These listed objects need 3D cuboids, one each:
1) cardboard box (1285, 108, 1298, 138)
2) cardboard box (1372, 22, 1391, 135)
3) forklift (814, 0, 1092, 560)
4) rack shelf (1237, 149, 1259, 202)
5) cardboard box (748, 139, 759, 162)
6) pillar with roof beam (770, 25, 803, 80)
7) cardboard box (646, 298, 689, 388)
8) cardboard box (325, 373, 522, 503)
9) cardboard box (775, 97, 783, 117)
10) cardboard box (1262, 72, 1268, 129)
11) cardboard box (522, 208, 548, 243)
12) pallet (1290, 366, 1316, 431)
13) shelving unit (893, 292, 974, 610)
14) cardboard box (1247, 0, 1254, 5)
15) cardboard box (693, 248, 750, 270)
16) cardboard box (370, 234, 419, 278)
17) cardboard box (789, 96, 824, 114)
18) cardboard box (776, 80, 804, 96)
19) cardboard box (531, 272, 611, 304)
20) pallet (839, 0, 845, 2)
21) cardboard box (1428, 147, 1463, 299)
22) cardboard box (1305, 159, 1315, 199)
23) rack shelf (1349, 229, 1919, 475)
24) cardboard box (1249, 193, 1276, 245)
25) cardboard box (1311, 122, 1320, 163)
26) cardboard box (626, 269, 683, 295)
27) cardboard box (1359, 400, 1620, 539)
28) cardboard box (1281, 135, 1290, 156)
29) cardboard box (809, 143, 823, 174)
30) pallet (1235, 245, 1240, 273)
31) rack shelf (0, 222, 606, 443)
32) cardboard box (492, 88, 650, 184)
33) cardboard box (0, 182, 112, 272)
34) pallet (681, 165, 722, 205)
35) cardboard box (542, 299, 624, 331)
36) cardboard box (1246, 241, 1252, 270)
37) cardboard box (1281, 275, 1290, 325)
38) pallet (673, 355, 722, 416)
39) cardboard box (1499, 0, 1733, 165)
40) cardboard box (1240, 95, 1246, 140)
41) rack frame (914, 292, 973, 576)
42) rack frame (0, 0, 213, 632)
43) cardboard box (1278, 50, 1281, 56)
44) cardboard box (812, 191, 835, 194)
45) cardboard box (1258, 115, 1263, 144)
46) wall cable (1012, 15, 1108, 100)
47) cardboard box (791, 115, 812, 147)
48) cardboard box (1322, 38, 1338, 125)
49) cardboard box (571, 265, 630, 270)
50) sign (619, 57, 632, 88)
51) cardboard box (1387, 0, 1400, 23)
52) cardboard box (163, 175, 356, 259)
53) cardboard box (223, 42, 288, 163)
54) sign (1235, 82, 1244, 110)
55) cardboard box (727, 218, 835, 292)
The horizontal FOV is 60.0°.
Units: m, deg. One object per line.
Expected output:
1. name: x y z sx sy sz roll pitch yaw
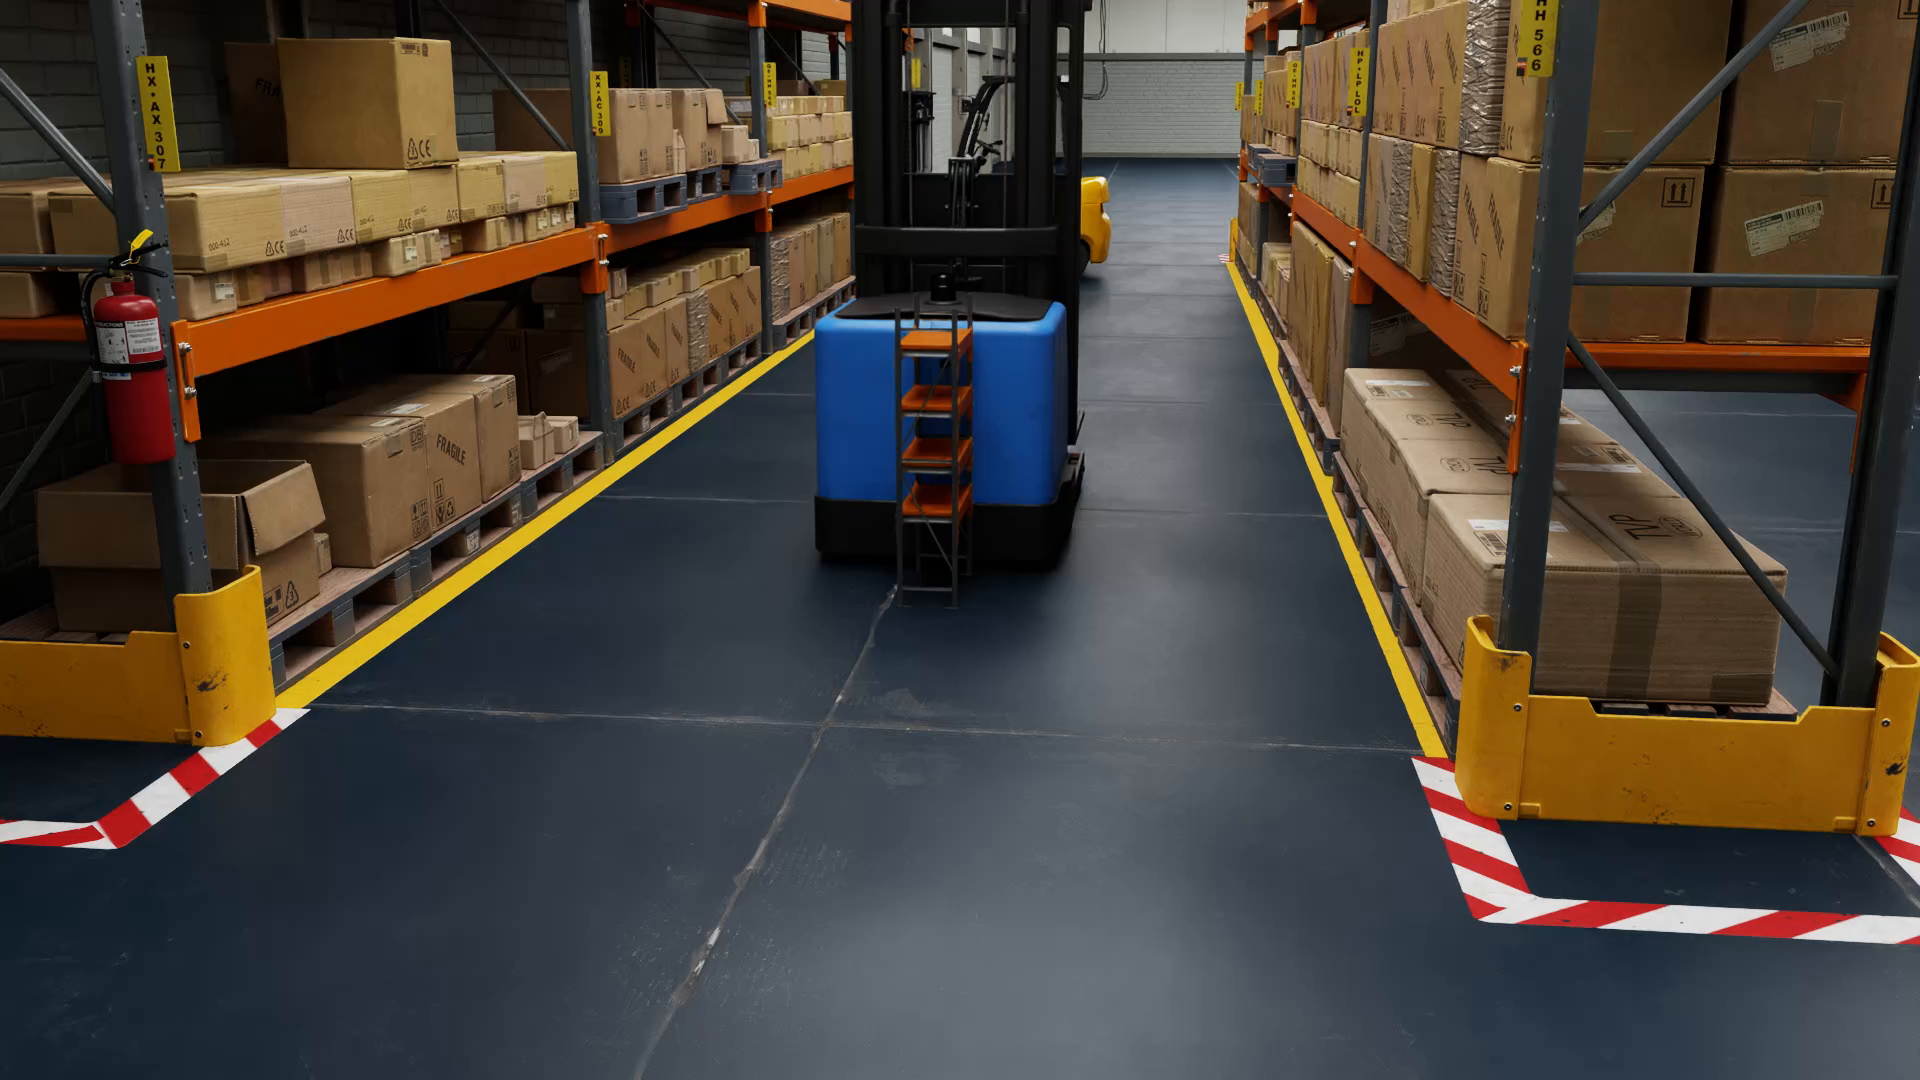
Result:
1. cardboard box: 2.737 -3.285 12.500 0.500 0.500 0.500 1 15 5
2. cardboard box: 2.217 -2.142 7.730 0.500 0.500 0.500 2 15 7
3. forklift: 0.066 -1.664 8.203 1.130 2.935 3.031 2 15 7
4. rack shelf: 3.639 -3.974 17.989 1.077 0.370 4.000 2 15 6
5. cardboard box: -1.663 -2.810 11.983 0.380 0.149 0.250 2 15 7
6. pillar with roof beam: 2.236 -7.600 18.529 9.100 9.000 0.400 2 15 6
7. cardboard box: -2.032 -1.255 10.542 0.500 0.500 0.500 1 15 5
8. cardboard box: -2.457 -0.477 7.663 0.700 0.500 0.500 1 15 4
9. cardboard box: -1.613 -3.415 13.109 0.380 0.149 0.250 2 15 7
10. cardboard box: 3.076 -4.084 15.452 0.500 0.500 0.500 2 15 8
11. cardboard box: -2.220 -1.525 8.036 0.380 0.149 0.250 2 15 8
12. pallet: 2.658 -0.901 10.589 1.003 0.211 1.213 2 15 6
13. shelving unit: -0.099 -0.368 6.723 0.258 1.200 0.503 2 15 7
14. cardboard box: 3.544 -6.236 18.949 0.500 0.250 0.500 1 15 5
15. cardboard box: -1.774 -2.084 12.363 0.380 0.149 0.250 1 15 4
16. cardboard box: -2.368 -1.124 6.552 0.380 0.149 0.250 1 15 5
17. cardboard box: -1.404 -3.810 14.573 0.380 0.149 0.250 1 15 5
18. cardboard box: -1.783 -4.544 16.717 0.380 0.149 0.250 2 15 6
19. cardboard box: -2.177 -1.412 9.310 0.380 0.149 0.250 1 15 5
20. pallet: -1.448 -5.575 16.955 1.003 0.211 1.213 2 15 6
21. cardboard box: 1.971 -1.134 5.920 0.500 0.500 0.500 2 15 8
22. cardboard box: 2.617 -2.439 11.223 0.500 0.250 0.500 1 15 5
23. rack shelf: 2.285 -0.861 6.479 1.077 0.370 4.000 2 15 6
24. cardboard box: 3.269 -3.333 17.268 0.500 0.500 0.500 2 15 7
25. cardboard box: 2.532 -2.547 10.663 0.500 0.250 0.500 2 15 6
26. cardboard box: -2.030 -1.678 10.864 0.380 0.149 0.250 2 15 6
27. cardboard box: 2.233 -0.301 7.134 0.875 0.438 0.875 1 15 5
28. cardboard box: 2.708 -3.076 12.970 0.380 0.149 0.250 2 15 6
29. cardboard box: -1.504 -3.344 14.570 0.500 0.250 0.500 2 15 8
30. pallet: 3.730 -3.264 19.329 1.003 0.211 1.213 2 15 6
31. rack shelf: -2.647 -1.007 7.016 1.077 0.370 4.000 2 15 6
32. cardboard box: -2.145 -2.242 9.212 0.700 0.500 0.500 2 15 8
33. cardboard box: -3.085 -1.033 5.455 0.500 0.250 0.500 2 15 8
34. pallet: -2.185 -2.313 10.837 1.003 0.211 1.213 2 15 6
35. cardboard box: -2.117 -1.267 9.343 0.380 0.149 0.250 2 15 9
36. cardboard box: 3.263 -2.977 17.389 0.500 0.250 0.500 1 15 5
37. cardboard box: 3.036 -1.845 12.969 0.950 0.372 0.625 1 15 2
38. pallet: -2.232 -1.056 11.162 1.003 0.211 1.213 2 15 6
39. cardboard box: 1.877 -1.353 4.812 0.500 0.500 0.500 2 15 8
40. cardboard box: 3.536 -4.917 19.338 0.500 0.500 0.500 1 15 5
41. rack frame: -0.069 -0.431 6.957 0.240 1.200 0.015 2 15 7
42. rack frame: -2.873 -0.835 5.004 1.000 3.000 0.127 2 15 6
43. cardboard box: 4.024 -5.375 19.117 0.700 0.500 0.500 1 15 5
44. cardboard box: -1.613 -3.571 17.668 0.500 0.250 0.500 1 15 5
45. cardboard box: 3.217 -4.117 16.378 0.500 0.500 0.500 1 15 5
46. wall cable: 2.990 -14.734 50.860 3.097 2.526 0.112 2 15 6
47. cardboard box: -1.543 -3.452 14.011 0.500 0.250 0.500 1 15 5
48. cardboard box: 2.483 -2.782 10.095 0.500 0.500 0.500 2 15 7
49. cardboard box: -2.431 -1.756 11.152 0.380 0.149 0.250 2 15 7
50. sign: -2.522 -3.484 12.583 0.100 0.325 0.005 2 15 6
51. cardboard box: 2.218 -2.497 7.801 0.380 0.149 0.250 1 15 5
52. cardboard box: -2.497 -1.147 5.874 0.500 0.250 0.500 2 15 7
53. cardboard box: -2.854 -1.927 7.324 0.500 0.500 0.500 1 15 5
54. sign: 3.326 -5.273 19.760 0.100 0.325 0.005 2 15 6
55. cardboard box: -1.662 -2.667 15.524 0.875 0.625 0.625 2 15 6
